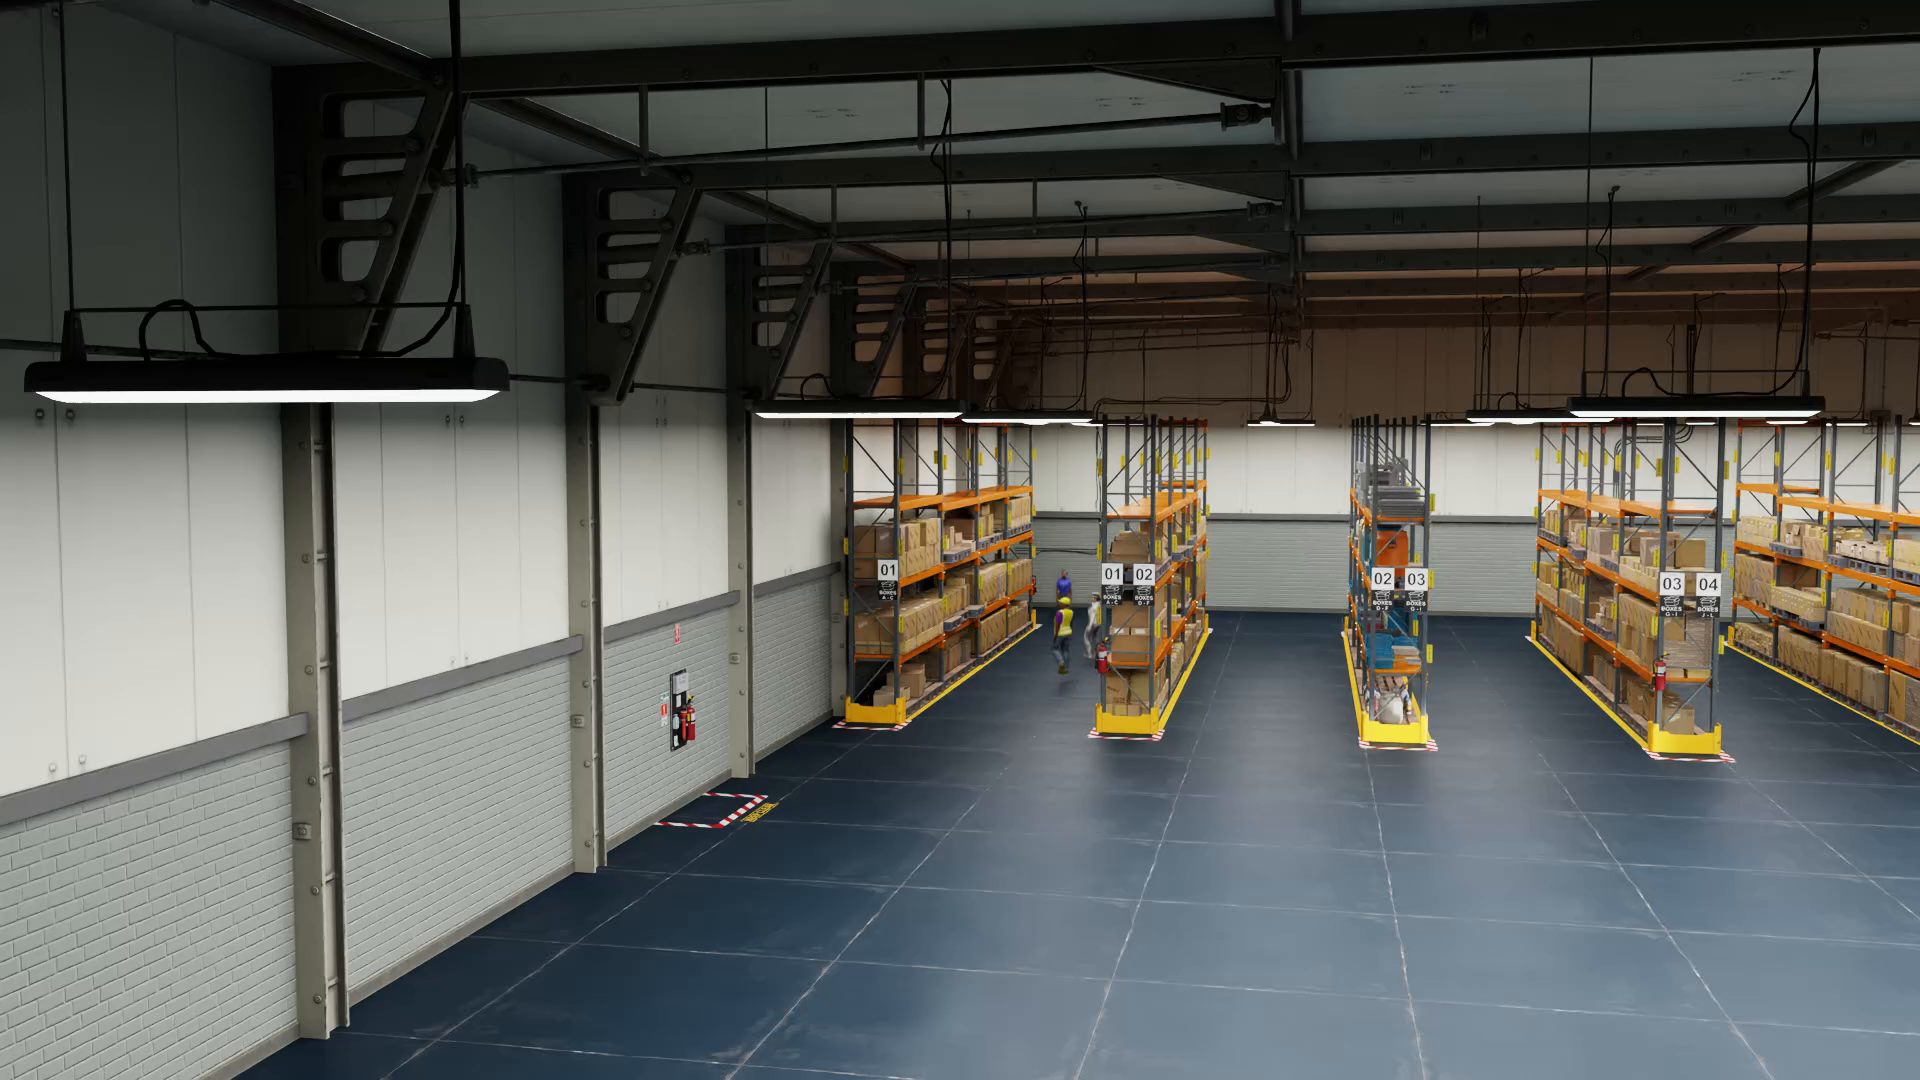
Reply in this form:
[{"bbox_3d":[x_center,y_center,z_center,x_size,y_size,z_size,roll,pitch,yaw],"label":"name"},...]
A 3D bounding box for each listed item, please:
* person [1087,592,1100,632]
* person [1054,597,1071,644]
[{"bbox_3d":[3.332,1.805,41.318,0.318,1.009,0.527,1,4,19],"label":"person"},{"bbox_3d":[2.319,1.831,38.115,0.566,1.053,0.488,-2,4,-29],"label":"person"}]
